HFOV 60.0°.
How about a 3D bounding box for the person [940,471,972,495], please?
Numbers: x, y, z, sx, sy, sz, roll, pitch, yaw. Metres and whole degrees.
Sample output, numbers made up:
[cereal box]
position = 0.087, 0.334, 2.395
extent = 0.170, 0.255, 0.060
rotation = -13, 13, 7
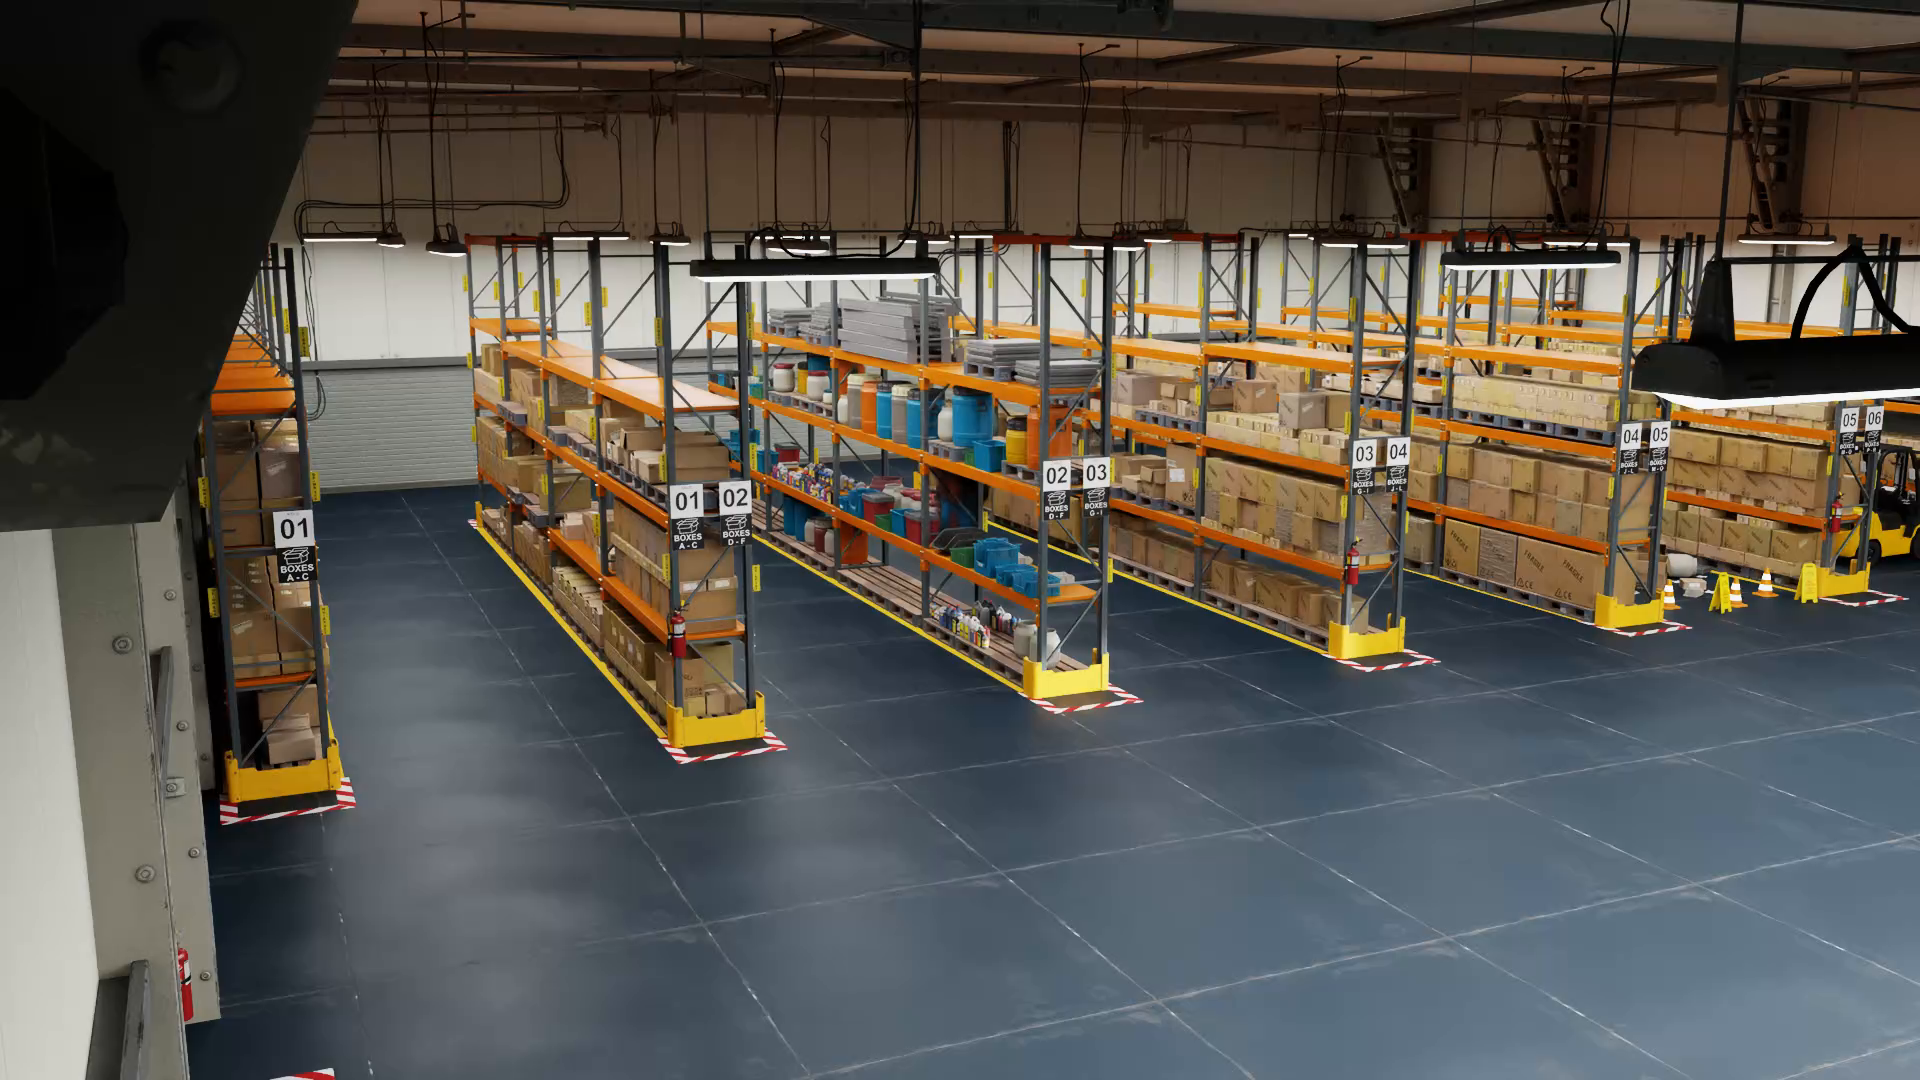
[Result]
[person]
position = -0.037, -0.922, 33.581
extent = 0.556, 1.622, 0.728
rotation = -4, 12, -17
